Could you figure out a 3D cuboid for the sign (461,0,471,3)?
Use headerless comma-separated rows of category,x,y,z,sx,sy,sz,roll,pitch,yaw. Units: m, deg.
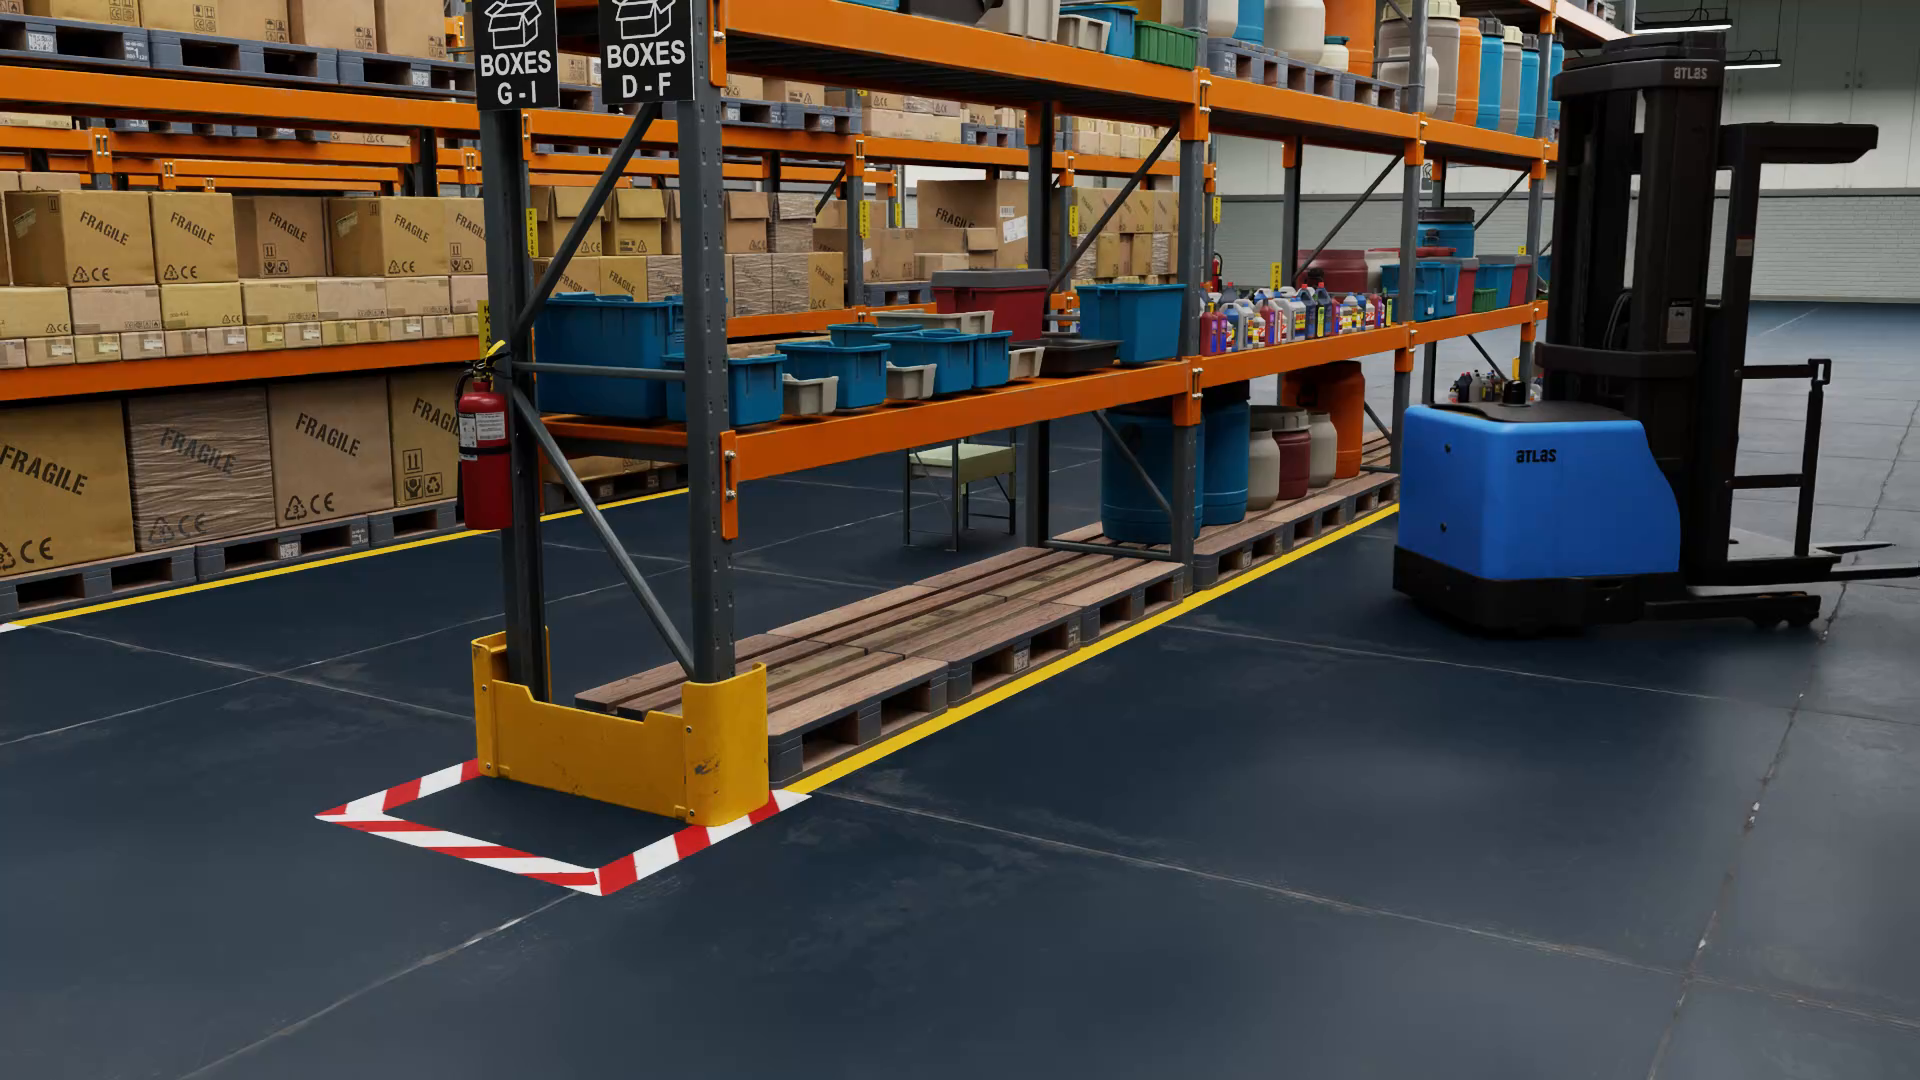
sign,-1.719,-2.054,5.823,0.100,0.325,0.005,6,12,31

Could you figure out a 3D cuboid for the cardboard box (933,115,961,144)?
cardboard box,-0.333,-3.925,15.941,0.500,0.250,0.500,7,13,32

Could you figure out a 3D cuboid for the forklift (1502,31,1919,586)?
forklift,3.931,-1.086,8.704,3.031,2.935,1.121,-2,11,-12

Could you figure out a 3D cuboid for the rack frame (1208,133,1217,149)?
rack frame,2.834,-6.520,21.239,1.000,3.000,0.127,6,12,31

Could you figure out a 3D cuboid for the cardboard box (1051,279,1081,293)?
cardboard box,1.126,-2.823,18.481,0.380,0.149,0.250,6,12,31

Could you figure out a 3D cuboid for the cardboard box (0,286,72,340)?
cardboard box,-4.993,-1.177,8.602,0.500,0.250,0.500,6,12,29

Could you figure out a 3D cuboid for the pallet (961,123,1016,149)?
pallet,-0.190,-4.074,16.835,1.213,0.211,1.003,6,12,31

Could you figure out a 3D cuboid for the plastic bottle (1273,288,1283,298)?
plastic bottle,2.329,-1.723,12.273,0.097,0.271,0.097,0,11,0

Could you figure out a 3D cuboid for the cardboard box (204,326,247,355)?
cardboard box,-4.341,-1.158,9.584,0.380,0.149,0.250,6,12,30

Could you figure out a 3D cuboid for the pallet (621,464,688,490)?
pallet,-2.428,-0.634,13.682,1.003,0.211,1.213,6,12,31

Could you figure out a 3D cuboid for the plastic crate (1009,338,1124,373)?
plastic crate,5.660,-0.959,7.056,10.364,0.629,4.185,6,12,31

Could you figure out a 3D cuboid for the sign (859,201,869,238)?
sign,-0.844,-2.829,14.684,0.100,0.325,0.005,6,12,31

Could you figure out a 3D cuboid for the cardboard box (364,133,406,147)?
cardboard box,-5.834,-4.132,16.365,0.500,0.500,0.500,6,12,31

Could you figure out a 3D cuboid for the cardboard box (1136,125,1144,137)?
cardboard box,1.938,-4.813,19.596,0.380,0.149,0.250,7,13,32

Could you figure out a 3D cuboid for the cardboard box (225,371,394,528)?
cardboard box,-4.275,-0.608,10.597,0.875,0.875,0.875,6,12,31

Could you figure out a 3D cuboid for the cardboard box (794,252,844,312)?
cardboard box,-1.364,-2.261,14.520,0.500,0.500,0.500,7,13,32

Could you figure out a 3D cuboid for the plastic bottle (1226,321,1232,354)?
plastic bottle,1.505,-1.171,9.510,0.097,0.201,0.097,0,11,0

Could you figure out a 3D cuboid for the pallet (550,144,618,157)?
pallet,-4.639,-4.467,18.937,1.003,0.211,1.213,7,13,33

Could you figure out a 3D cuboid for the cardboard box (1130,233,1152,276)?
cardboard box,1.801,-3.440,20.013,0.875,0.500,0.500,6,12,31

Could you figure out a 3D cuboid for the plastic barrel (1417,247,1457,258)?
plastic barrel,4.306,-2.406,15.199,0.433,0.535,0.433,0,11,0

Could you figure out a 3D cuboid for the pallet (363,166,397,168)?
pallet,-8.124,-5.184,22.765,1.213,0.211,1.003,6,12,31

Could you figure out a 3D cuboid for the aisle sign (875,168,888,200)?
aisle sign,-1.060,-5.321,24.074,0.394,0.787,0.004,6,12,31

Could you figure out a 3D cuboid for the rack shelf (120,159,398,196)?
rack shelf,-8.751,-4.695,21.598,1.077,0.370,4.000,6,12,31

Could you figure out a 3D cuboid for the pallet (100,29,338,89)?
pallet,-4.464,-2.796,9.740,1.003,0.211,1.213,6,12,31

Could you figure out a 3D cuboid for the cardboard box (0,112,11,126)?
cardboard box,-7.876,-3.394,13.100,0.500,0.250,0.500,6,12,31

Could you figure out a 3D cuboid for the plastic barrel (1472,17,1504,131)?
plastic barrel,4.232,-3.883,13.944,0.600,0.901,0.708,6,12,31

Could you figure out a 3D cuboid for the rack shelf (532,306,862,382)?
rack shelf,-2.358,-1.645,13.457,1.077,0.370,4.000,6,12,31

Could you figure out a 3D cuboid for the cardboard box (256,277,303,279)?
cardboard box,-4.391,-1.547,10.582,0.500,0.250,0.500,7,13,32

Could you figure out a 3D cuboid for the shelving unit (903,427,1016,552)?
shelving unit,0.003,-0.738,10.736,0.431,1.500,0.755,6,12,31

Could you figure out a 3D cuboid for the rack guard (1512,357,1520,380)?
rack guard,7.068,-1.853,19.406,1.175,0.500,0.348,6,12,31

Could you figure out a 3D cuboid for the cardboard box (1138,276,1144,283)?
cardboard box,1.984,-3.104,19.981,0.380,0.149,0.250,6,12,31

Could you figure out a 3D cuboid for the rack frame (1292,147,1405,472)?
rack frame,2.911,-1.840,12.545,0.949,2.616,0.053,6,12,31

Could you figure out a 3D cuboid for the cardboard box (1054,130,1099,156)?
cardboard box,1.209,-4.389,18.416,0.500,0.250,0.500,6,12,28

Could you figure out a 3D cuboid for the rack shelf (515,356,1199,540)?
rack shelf,-0.202,-0.542,7.569,1.077,0.370,4.000,6,12,31

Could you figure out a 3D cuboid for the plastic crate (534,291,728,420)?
plastic crate,-1.226,-0.699,6.190,0.616,0.435,0.499,6,12,31

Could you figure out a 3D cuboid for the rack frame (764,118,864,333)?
rack frame,-1.320,-2.313,15.071,1.000,3.000,0.127,6,12,31

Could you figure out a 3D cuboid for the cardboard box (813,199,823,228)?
cardboard box,-2.356,-4.344,22.580,0.875,0.550,0.500,6,12,31

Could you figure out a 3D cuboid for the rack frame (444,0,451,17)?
rack frame,-5.504,-5.751,17.133,0.949,2.616,0.053,6,12,31

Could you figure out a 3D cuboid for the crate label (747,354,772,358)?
crate label,-0.685,-0.717,7.101,0.396,0.136,0.243,6,12,31

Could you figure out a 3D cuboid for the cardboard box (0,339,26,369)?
cardboard box,-5.007,-0.955,8.503,0.380,0.149,0.250,7,12,31

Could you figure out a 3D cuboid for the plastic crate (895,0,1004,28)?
plastic crate,-0.212,-2.239,6.695,0.504,0.338,0.767,6,12,31

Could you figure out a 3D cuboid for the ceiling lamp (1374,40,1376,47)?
ceiling lamp,8.203,-12.304,36.272,2.000,3.185,0.800,6,12,31

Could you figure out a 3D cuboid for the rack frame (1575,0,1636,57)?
rack frame,7.067,-6.046,18.712,1.000,3.000,0.127,6,12,31

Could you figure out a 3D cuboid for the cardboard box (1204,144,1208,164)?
cardboard box,2.800,-4.871,20.994,0.500,0.250,0.500,7,13,32

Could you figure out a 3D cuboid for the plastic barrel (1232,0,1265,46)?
plastic barrel,1.592,-3.421,10.334,0.600,0.901,0.708,6,12,31

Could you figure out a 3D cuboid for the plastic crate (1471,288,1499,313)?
plastic crate,4.327,-2.064,14.316,0.450,0.188,0.662,6,12,31

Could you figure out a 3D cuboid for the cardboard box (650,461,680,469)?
cardboard box,-2.618,-1.089,13.166,1.225,0.875,0.875,6,12,29

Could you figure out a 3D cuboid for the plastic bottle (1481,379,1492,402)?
plastic bottle,5.317,-1.495,16.908,0.152,0.276,0.135,6,12,31

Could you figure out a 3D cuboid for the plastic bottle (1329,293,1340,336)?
plastic bottle,2.475,-1.498,11.036,0.061,0.283,0.133,6,12,31

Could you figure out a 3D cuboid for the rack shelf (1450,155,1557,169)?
rack shelf,6.028,-4.000,17.356,0.919,0.124,3.809,6,12,31

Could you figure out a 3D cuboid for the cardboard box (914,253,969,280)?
cardboard box,-0.253,-2.687,16.336,0.500,0.250,0.500,6,12,29

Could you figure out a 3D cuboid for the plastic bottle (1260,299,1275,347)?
plastic bottle,1.853,-1.310,10.030,0.061,0.283,0.133,6,12,31

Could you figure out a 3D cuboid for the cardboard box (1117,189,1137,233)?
cardboard box,1.726,-3.832,19.391,0.500,0.500,0.500,6,12,31

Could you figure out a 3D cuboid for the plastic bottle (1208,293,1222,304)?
plastic bottle,1.692,-1.523,11.191,0.152,0.276,0.135,6,12,31

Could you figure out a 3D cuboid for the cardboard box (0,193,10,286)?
cardboard box,-5.445,-1.597,8.811,0.500,0.500,0.500,7,12,31
